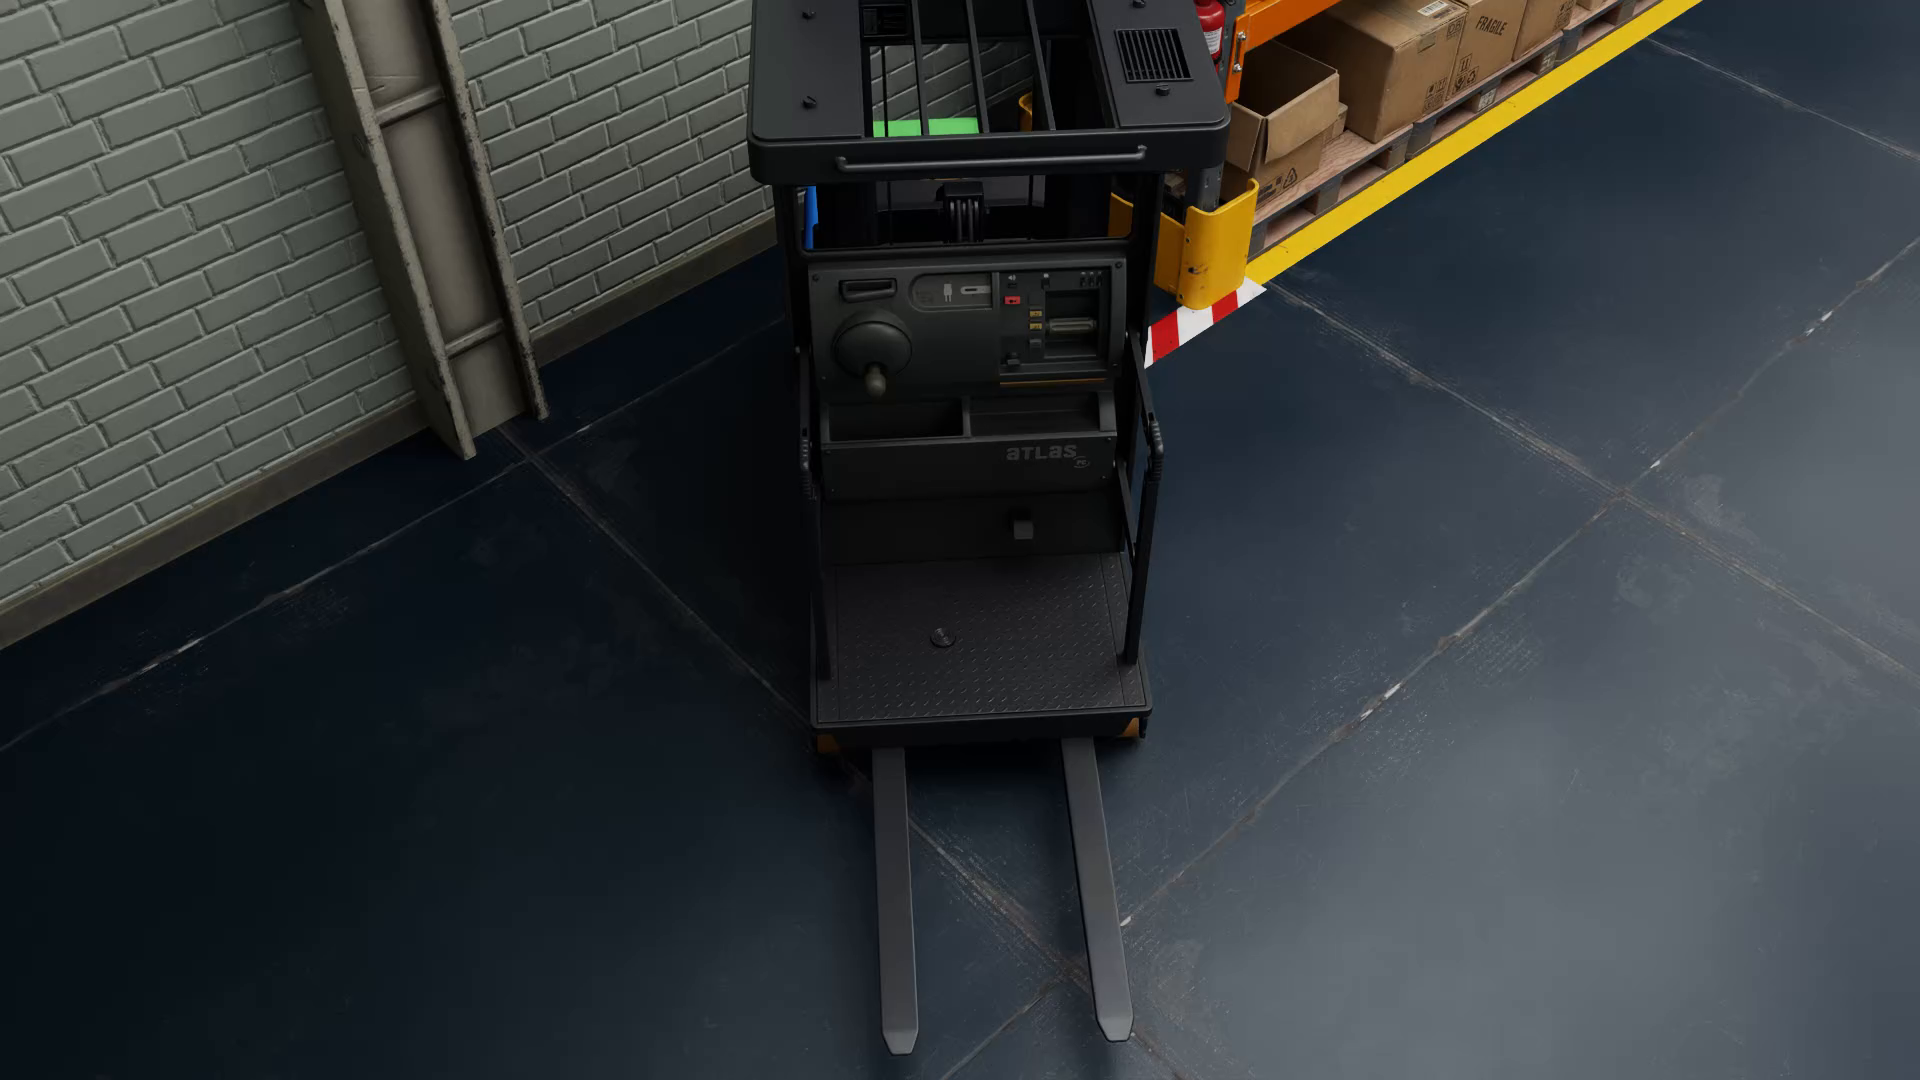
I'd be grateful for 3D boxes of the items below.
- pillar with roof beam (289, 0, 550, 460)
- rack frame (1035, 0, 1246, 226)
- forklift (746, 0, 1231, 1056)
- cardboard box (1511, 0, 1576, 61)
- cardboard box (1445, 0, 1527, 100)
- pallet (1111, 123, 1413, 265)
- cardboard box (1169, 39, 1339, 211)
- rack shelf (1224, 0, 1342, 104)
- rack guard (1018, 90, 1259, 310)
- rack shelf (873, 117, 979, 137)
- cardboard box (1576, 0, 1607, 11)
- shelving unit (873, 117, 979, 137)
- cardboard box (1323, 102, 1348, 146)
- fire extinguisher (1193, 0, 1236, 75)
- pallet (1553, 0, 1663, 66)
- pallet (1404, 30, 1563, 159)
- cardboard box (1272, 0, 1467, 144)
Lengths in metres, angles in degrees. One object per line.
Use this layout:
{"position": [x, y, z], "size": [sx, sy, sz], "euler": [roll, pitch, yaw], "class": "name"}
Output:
{"position": [0.992, -1.203, 1.237], "size": [0.400, 9.000, 9.100], "euler": [-34, 56, -27], "class": "pillar with roof beam"}
{"position": [0.697, -2.353, 6.380], "size": [0.127, 3.000, 1.000], "euler": [-34, 56, -27], "class": "rack frame"}
{"position": [0.041, -0.536, 4.750], "size": [1.130, 2.935, 3.031], "euler": [-3, 47, -3], "class": "forklift"}
{"position": [2.640, -2.813, 8.220], "size": [0.500, 0.500, 0.700], "euler": [-36, 57, -28], "class": "cardboard box"}
{"position": [2.330, -2.507, 7.937], "size": [0.500, 0.500, 0.500], "euler": [-33, 55, -27], "class": "cardboard box"}
{"position": [1.342, -1.839, 7.804], "size": [1.213, 0.211, 1.003], "euler": [-34, 56, -27], "class": "pallet"}
{"position": [1.213, -1.899, 7.374], "size": [0.637, 0.503, 0.797], "euler": [-36, 57, -28], "class": "cardboard box"}
{"position": [2.177, -3.098, 7.557], "size": [4.000, 0.370, 1.077], "euler": [-34, 56, -27], "class": "rack shelf"}
{"position": [0.753, -1.543, 7.333], "size": [0.348, 0.500, 1.175], "euler": [-34, 56, -27], "class": "rack guard"}
{"position": [-0.157, -1.448, 6.203], "size": [0.480, 0.148, 0.258], "euler": [-3, 47, -3], "class": "rack shelf"}
{"position": [3.178, -2.934, 8.491], "size": [0.258, 0.266, 0.396], "euler": [-32, 55, -26], "class": "cardboard box"}
{"position": [-0.157, -1.166, 6.509], "size": [0.503, 1.200, 0.258], "euler": [-3, 47, -3], "class": "shelving unit"}
{"position": [1.554, -1.968, 7.679], "size": [0.250, 0.149, 0.380], "euler": [-36, 57, -28], "class": "cardboard box"}
{"position": [0.899, -1.876, 6.246], "size": [0.183, 0.674, 0.296], "euler": [-34, 56, -27], "class": "fire extinguisher"}
{"position": [3.148, -3.046, 8.917], "size": [1.213, 0.211, 1.003], "euler": [-34, 56, -27], "class": "pallet"}
{"position": [2.245, -2.439, 8.357], "size": [1.213, 0.211, 1.003], "euler": [-34, 56, -27], "class": "pallet"}
{"position": [1.872, -2.300, 7.746], "size": [0.500, 0.500, 0.700], "euler": [-32, 55, -26], "class": "cardboard box"}
